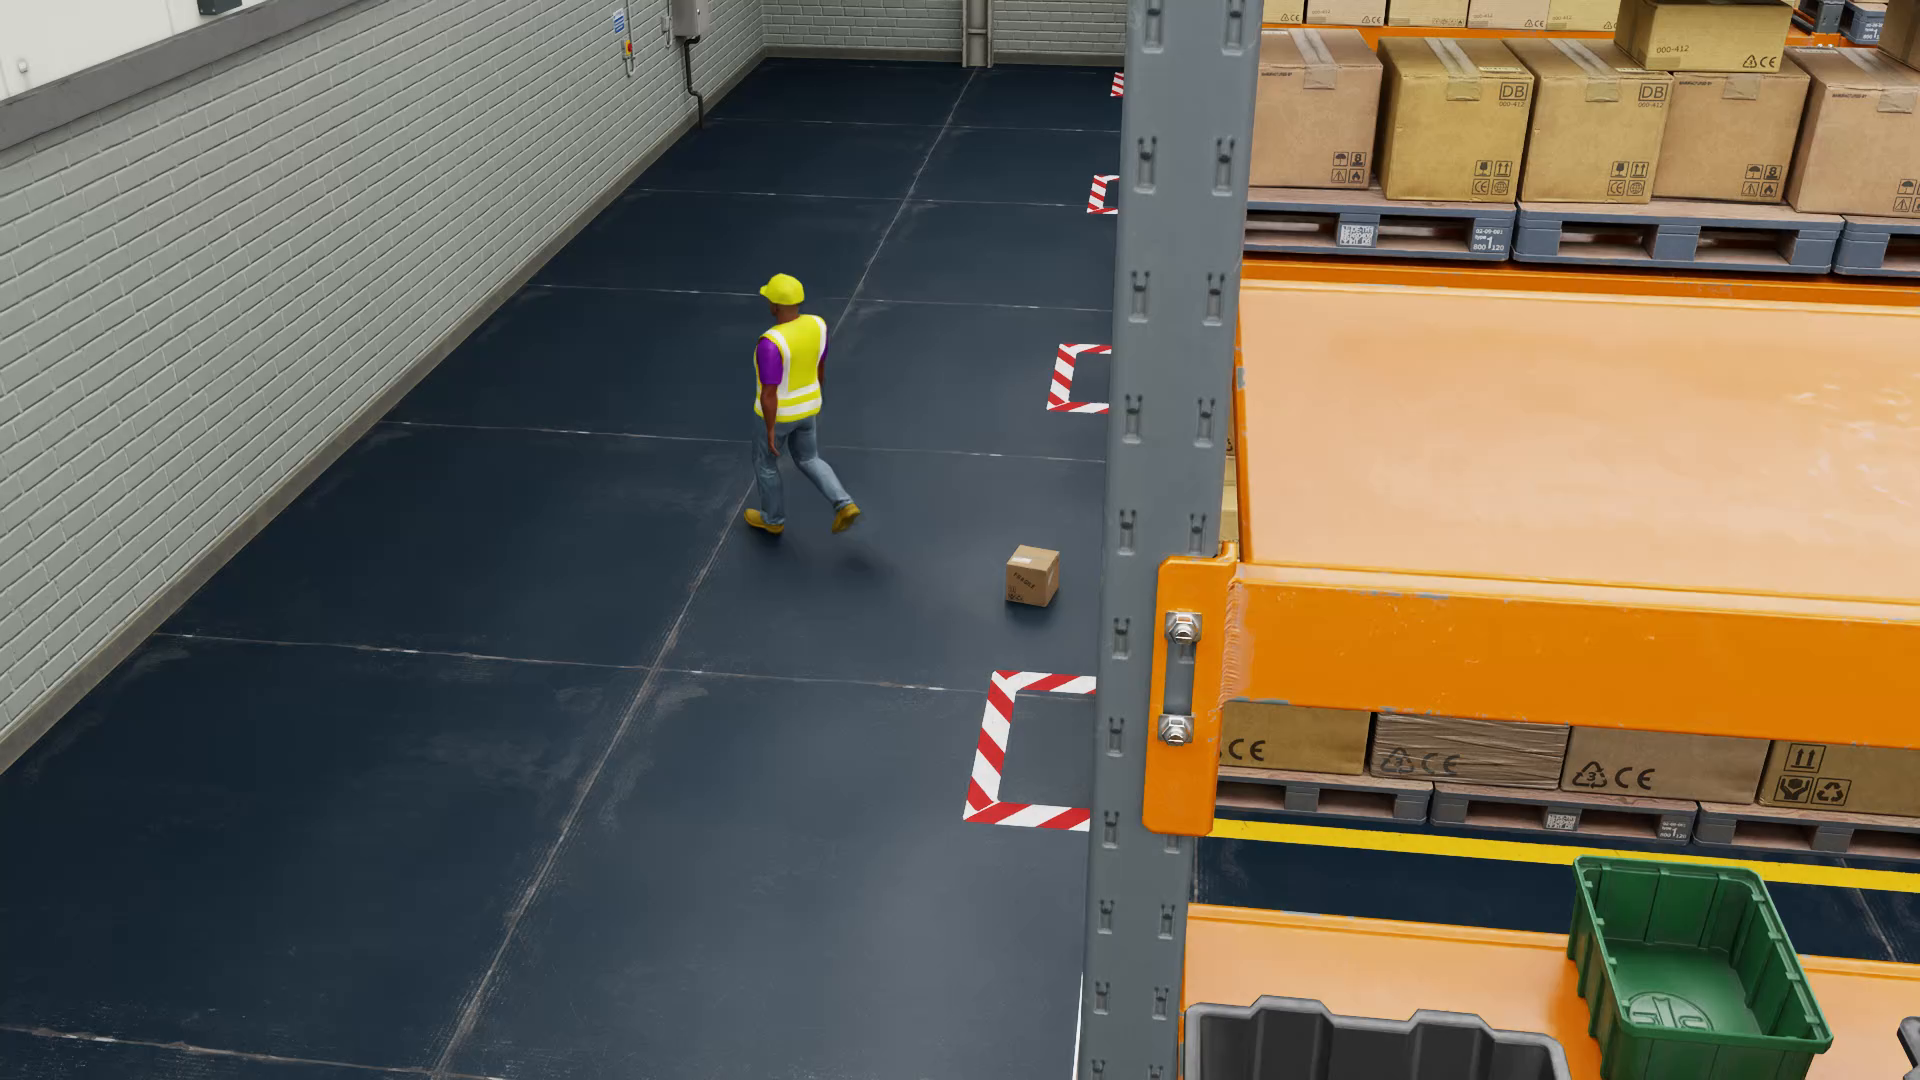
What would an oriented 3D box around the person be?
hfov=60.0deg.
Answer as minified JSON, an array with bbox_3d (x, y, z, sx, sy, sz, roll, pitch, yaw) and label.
[{"bbox_3d":[-1.006,-0.792,10.169,0.849,1.739,0.581,25,37,38],"label":"person"}]
